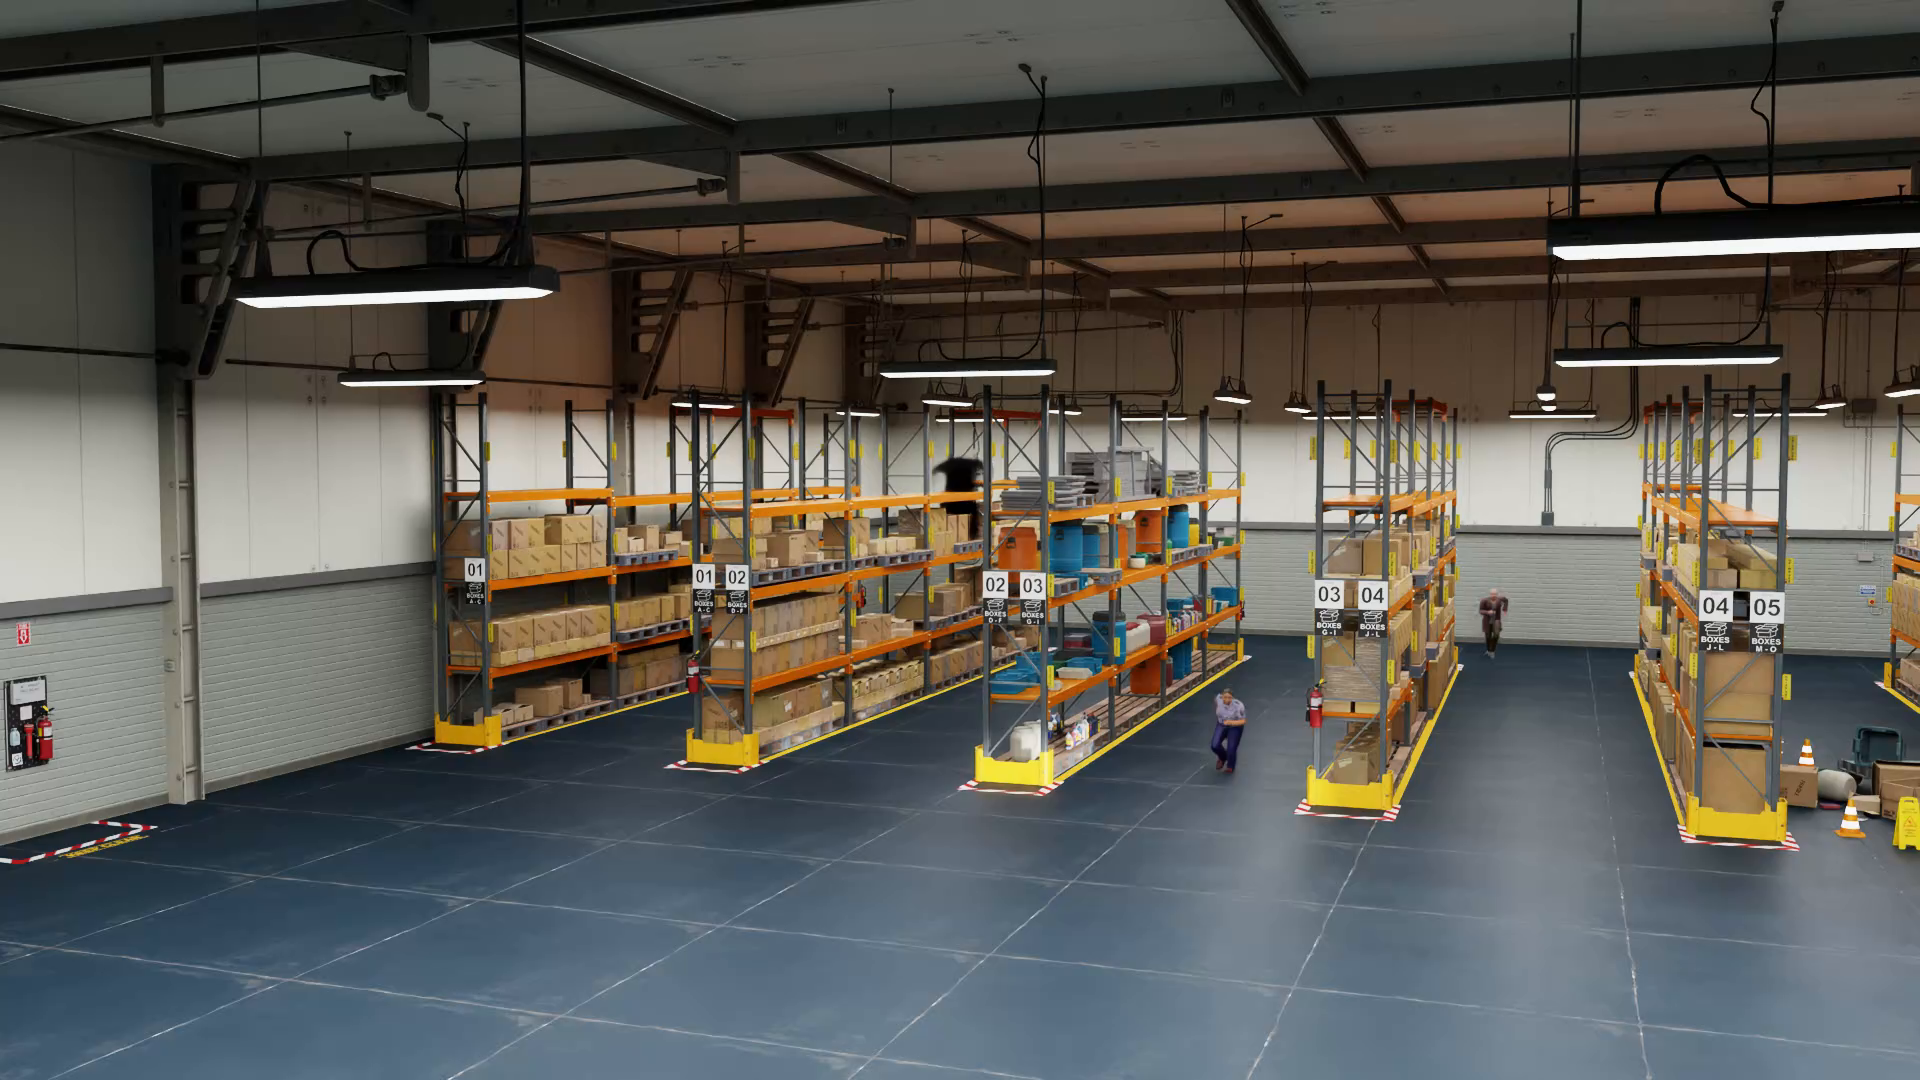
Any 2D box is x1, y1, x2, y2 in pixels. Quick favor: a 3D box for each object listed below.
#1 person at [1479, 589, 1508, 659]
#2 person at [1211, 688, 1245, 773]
[{"bbox_3d":[12.897,2.030,40.239,0.722,1.746,0.974,0,3,8],"label":"person"},{"bbox_3d":[4.120,2.930,25.560,0.622,1.404,0.950,1,3,25],"label":"person"}]
